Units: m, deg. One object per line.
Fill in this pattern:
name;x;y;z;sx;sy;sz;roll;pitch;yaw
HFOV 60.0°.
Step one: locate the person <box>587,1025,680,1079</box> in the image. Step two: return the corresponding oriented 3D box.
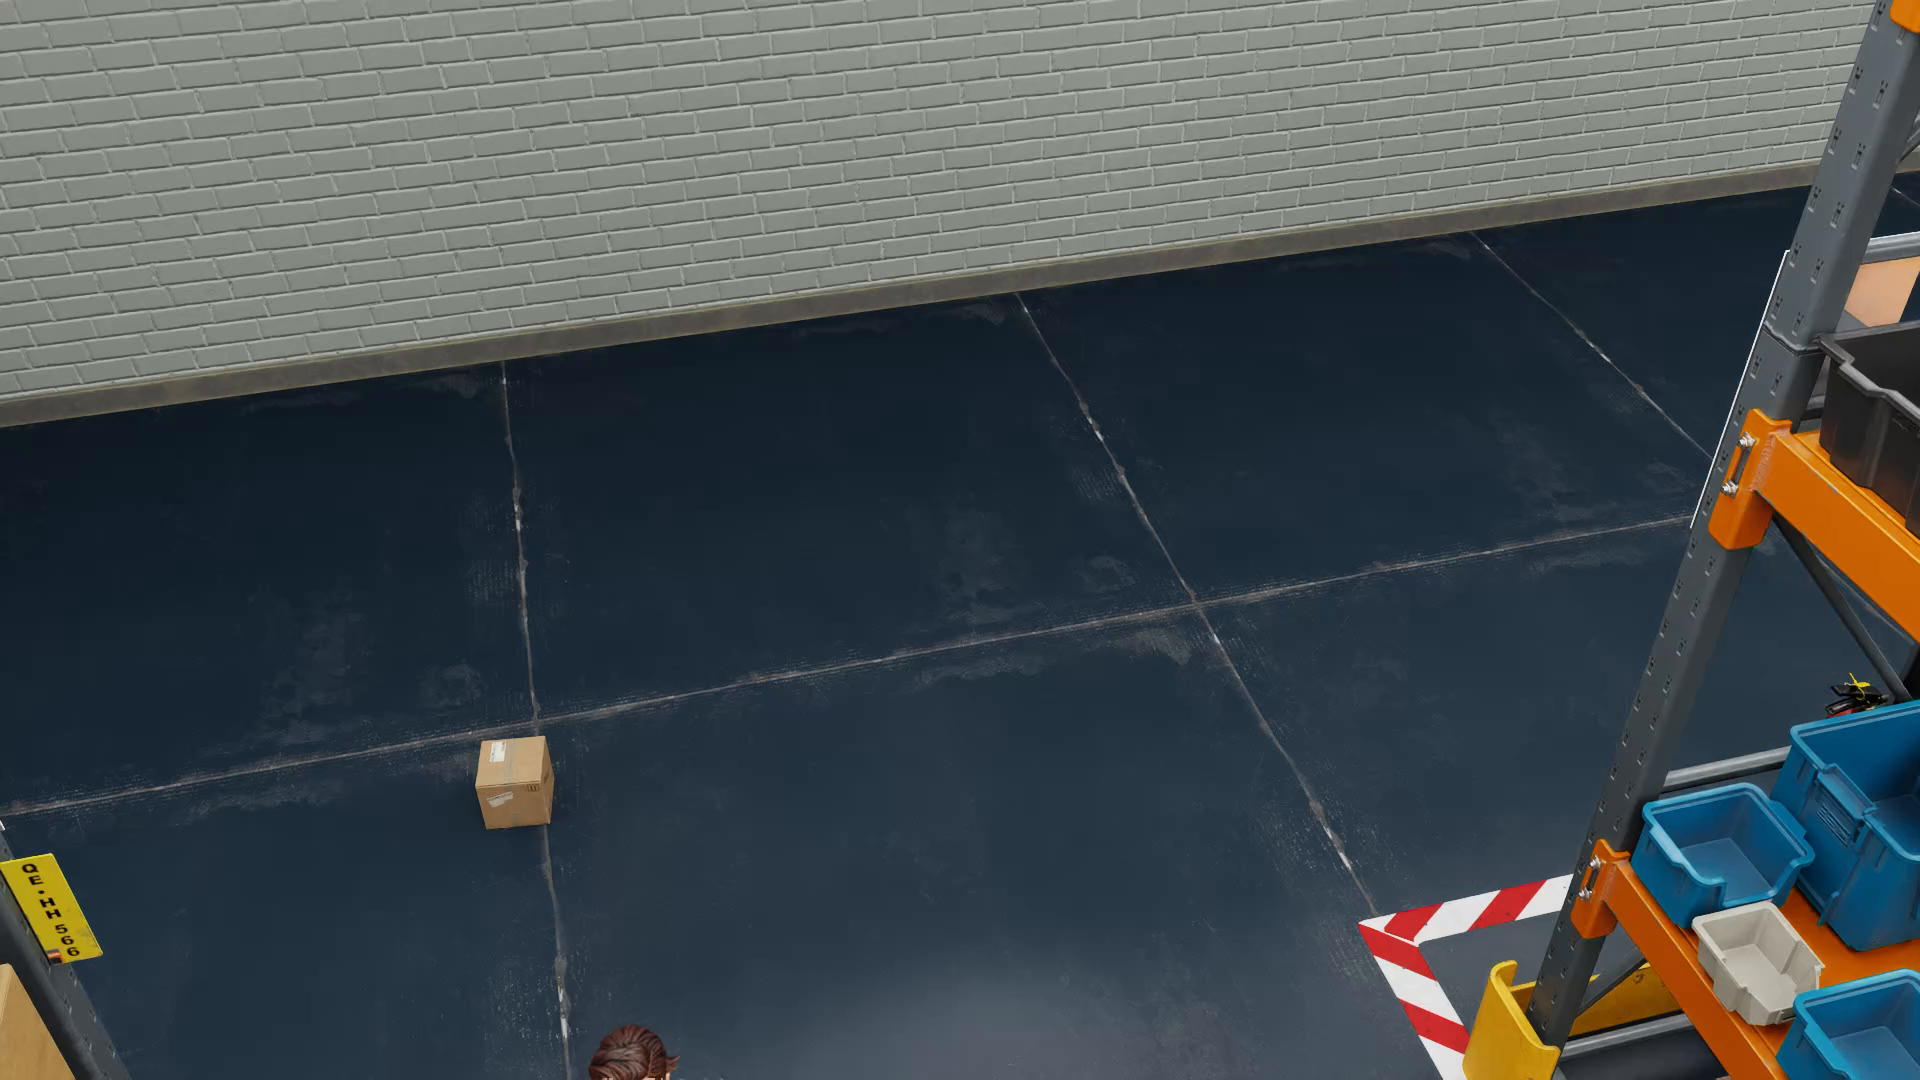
person;-0.761;1.827;4.402;0.455;1.621;1.004;-5;39;-6
